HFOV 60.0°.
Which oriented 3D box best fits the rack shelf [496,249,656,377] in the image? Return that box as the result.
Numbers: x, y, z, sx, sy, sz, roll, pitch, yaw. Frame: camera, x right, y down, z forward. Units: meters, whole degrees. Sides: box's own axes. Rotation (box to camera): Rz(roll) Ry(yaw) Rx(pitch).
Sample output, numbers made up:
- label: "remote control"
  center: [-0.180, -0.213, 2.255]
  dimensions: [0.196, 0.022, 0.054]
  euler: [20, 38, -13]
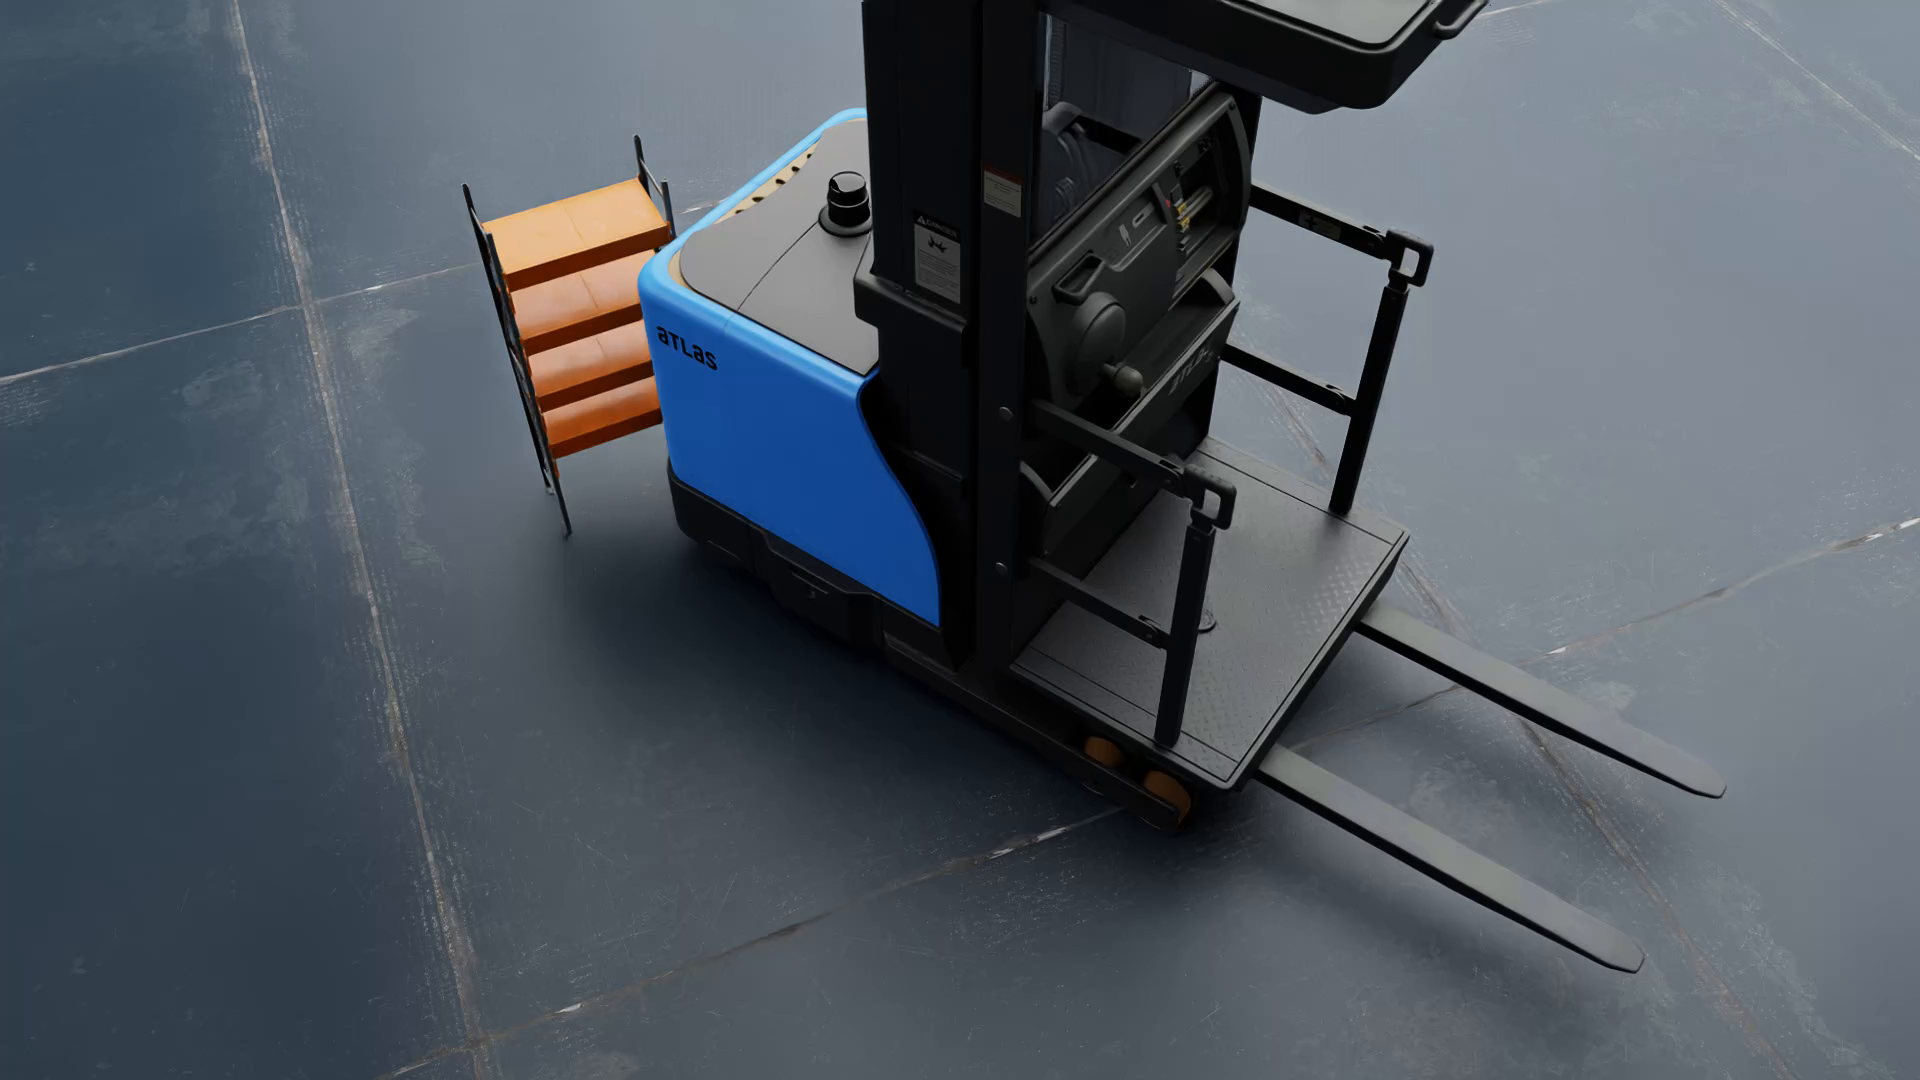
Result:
- label: "rack shelf"
  center: [-1.071, -0.678, 4.835]
  dimensions: [0.480, 0.148, 0.258]
  euler: [-21, 53, -17]

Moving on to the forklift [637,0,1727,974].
- label: "forklift"
  center: [0.607, -0.625, 3.855]
  dimensions: [3.031, 2.935, 1.130]
  euler: [28, 55, 22]

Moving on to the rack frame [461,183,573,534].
- label: "rack frame"
  center: [-1.288, -0.493, 4.882]
  dimensions: [0.015, 1.200, 0.240]
  euler: [-21, 53, -17]

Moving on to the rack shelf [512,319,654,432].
- label: "rack shelf"
  center: [-1.071, -0.533, 5.005]
  dimensions: [0.480, 0.148, 0.258]
  euler: [-21, 53, -17]

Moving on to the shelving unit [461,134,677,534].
- label: "shelving unit"
  center: [-1.071, -0.576, 4.954]
  dimensions: [0.503, 1.200, 0.258]
  euler: [-21, 53, -17]

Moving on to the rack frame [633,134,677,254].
- label: "rack frame"
  center: [-0.853, -0.660, 5.026]
  dimensions: [0.015, 1.200, 0.240]
  euler: [-21, 53, -17]

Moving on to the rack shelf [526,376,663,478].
- label: "rack shelf"
  center: [-1.071, -0.403, 5.156]
  dimensions: [0.480, 0.148, 0.258]
  euler: [-21, 53, -17]

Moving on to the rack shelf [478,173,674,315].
- label: "rack shelf"
  center: [-1.071, -0.832, 4.656]
  dimensions: [0.480, 0.148, 0.258]
  euler: [-21, 53, -17]
